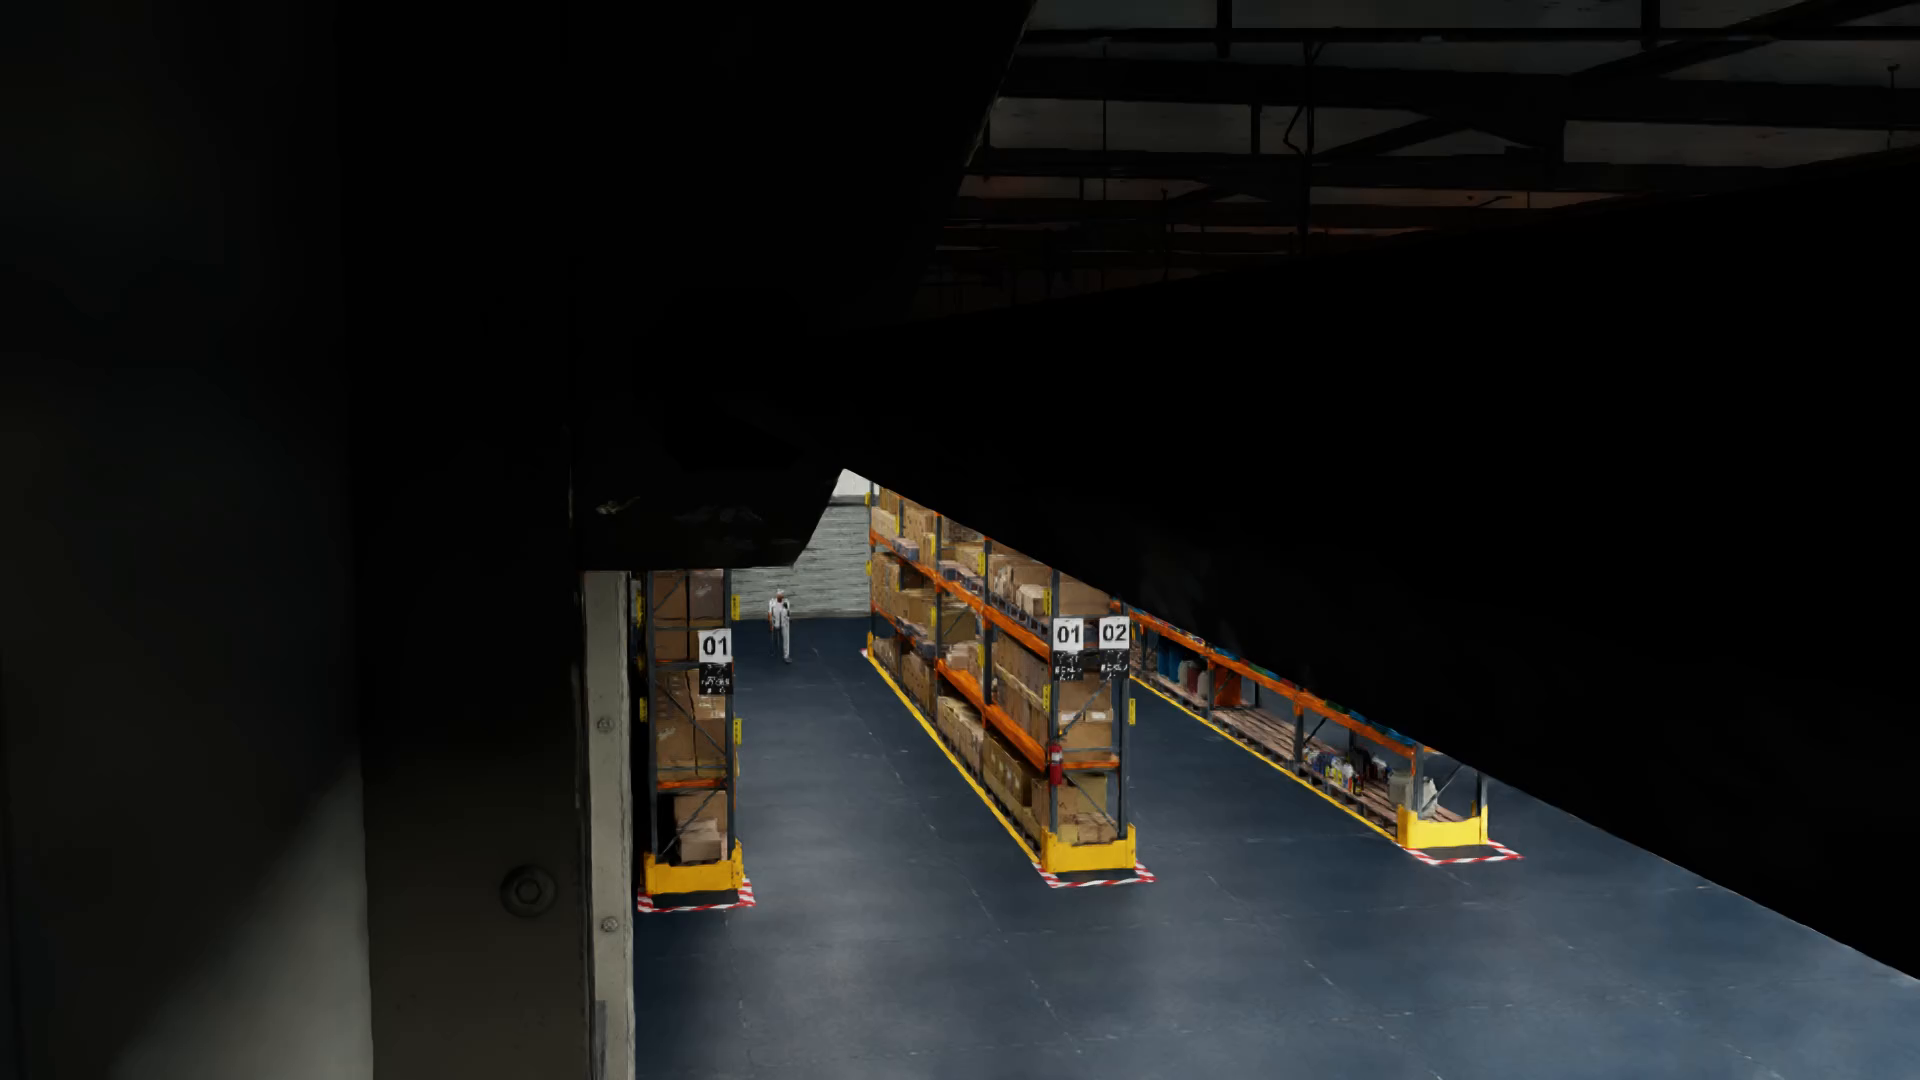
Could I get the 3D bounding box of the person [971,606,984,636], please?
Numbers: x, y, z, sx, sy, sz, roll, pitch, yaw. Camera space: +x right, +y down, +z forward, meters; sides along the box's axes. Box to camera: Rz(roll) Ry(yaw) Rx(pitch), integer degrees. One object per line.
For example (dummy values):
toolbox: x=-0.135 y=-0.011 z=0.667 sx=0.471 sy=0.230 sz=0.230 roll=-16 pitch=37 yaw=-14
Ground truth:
person: x=0.281 y=1.522 z=37.605 sx=0.680 sy=1.774 sz=0.702 roll=-4 pitch=7 yaw=-31

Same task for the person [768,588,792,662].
person: x=-3.875 y=1.802 z=35.732 sx=0.497 sy=1.583 sz=1.090 roll=-1 pitch=6 yaw=-9
